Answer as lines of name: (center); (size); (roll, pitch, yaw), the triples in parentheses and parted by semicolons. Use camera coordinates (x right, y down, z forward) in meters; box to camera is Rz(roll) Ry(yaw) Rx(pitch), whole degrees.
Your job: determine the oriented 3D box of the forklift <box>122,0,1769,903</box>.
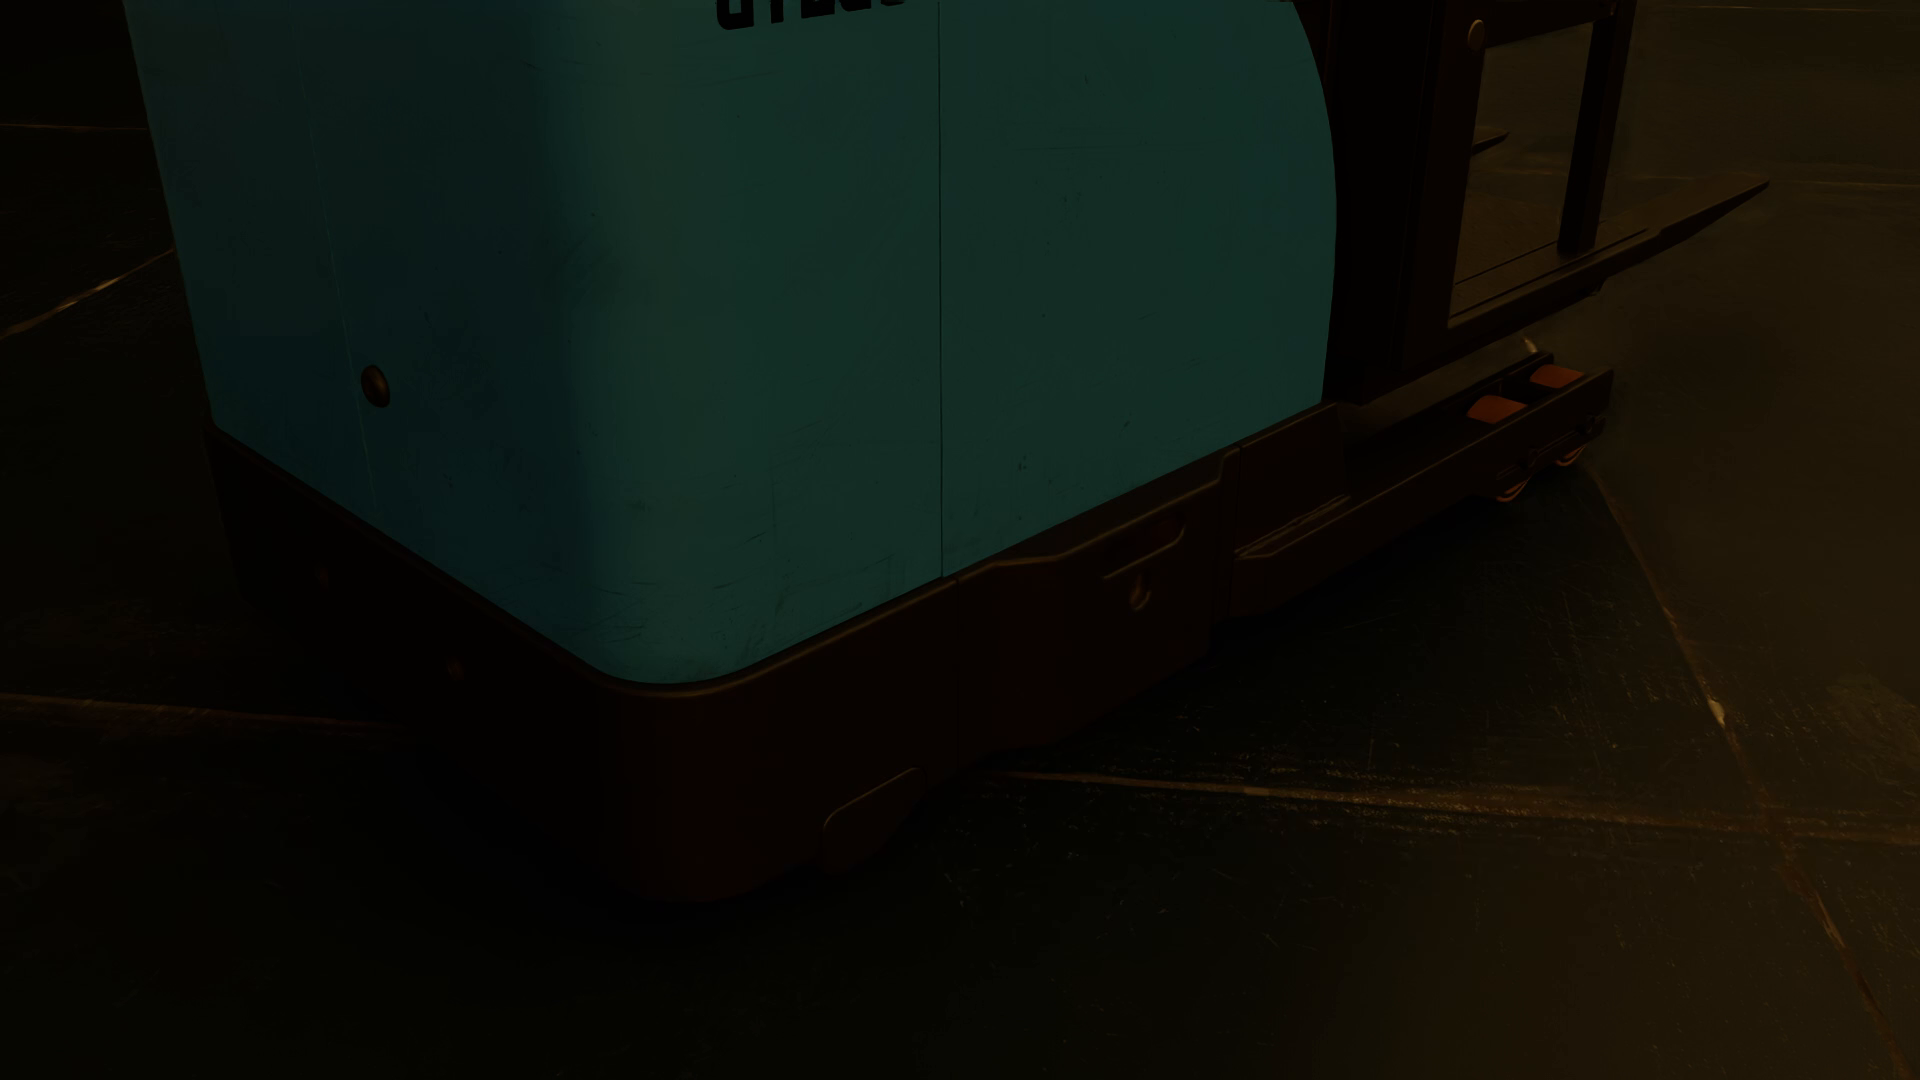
forklift: (0.427, -1.515, 2.255); (1.130, 2.935, 3.031); (24, 35, 39)
